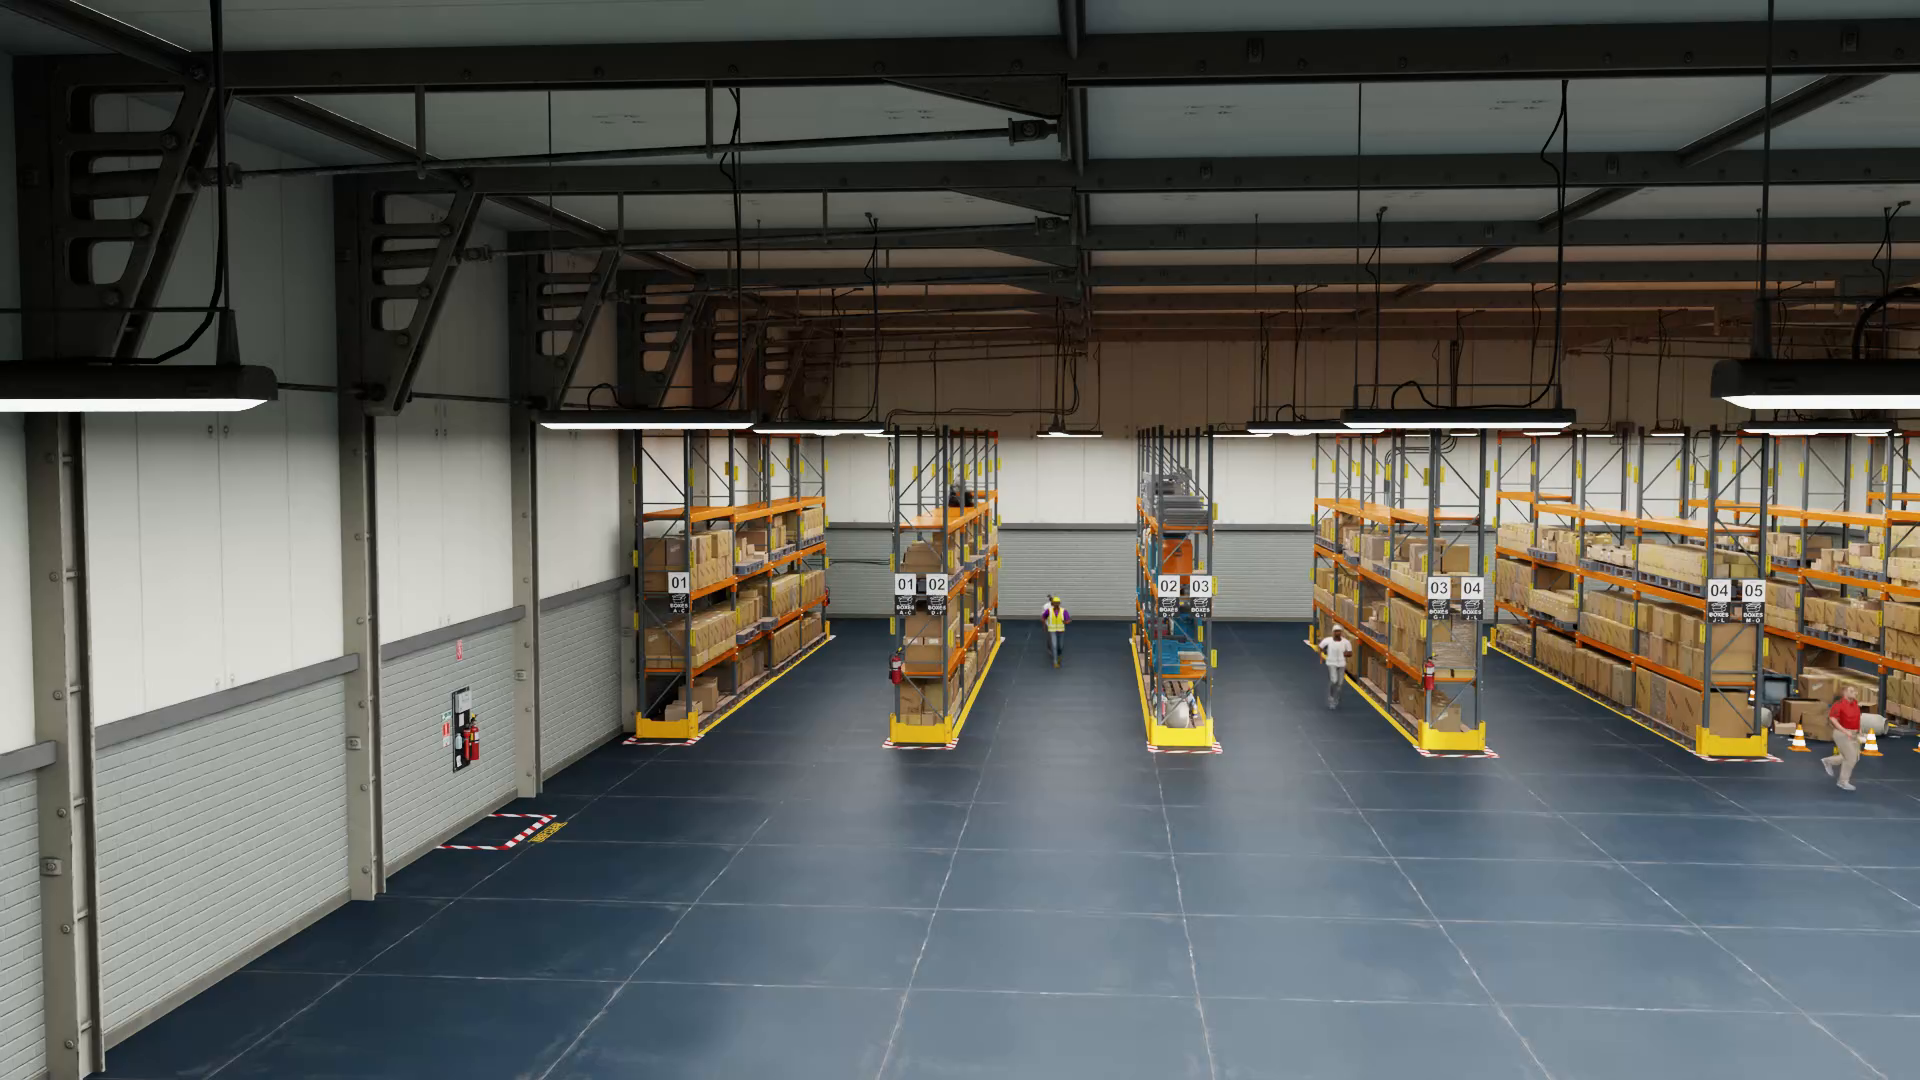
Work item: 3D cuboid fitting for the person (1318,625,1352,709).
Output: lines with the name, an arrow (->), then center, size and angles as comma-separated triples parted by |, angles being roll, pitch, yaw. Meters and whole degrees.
person -> 8.047, 2.709, 35.553 | 0.671, 1.801, 0.728 | 0, 3, -4

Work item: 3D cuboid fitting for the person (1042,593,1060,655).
person -> 2.433, 2.257, 43.896 | 0.563, 1.745, 0.736 | 0, 3, -5

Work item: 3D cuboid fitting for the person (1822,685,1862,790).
person -> 14.558, 3.234, 27.475 | 0.669, 1.713, 0.667 | -2, 4, -30

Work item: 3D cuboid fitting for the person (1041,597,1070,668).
person -> 2.429, 2.314, 41.912 | 0.710, 1.747, 0.963 | 0, 3, -5
